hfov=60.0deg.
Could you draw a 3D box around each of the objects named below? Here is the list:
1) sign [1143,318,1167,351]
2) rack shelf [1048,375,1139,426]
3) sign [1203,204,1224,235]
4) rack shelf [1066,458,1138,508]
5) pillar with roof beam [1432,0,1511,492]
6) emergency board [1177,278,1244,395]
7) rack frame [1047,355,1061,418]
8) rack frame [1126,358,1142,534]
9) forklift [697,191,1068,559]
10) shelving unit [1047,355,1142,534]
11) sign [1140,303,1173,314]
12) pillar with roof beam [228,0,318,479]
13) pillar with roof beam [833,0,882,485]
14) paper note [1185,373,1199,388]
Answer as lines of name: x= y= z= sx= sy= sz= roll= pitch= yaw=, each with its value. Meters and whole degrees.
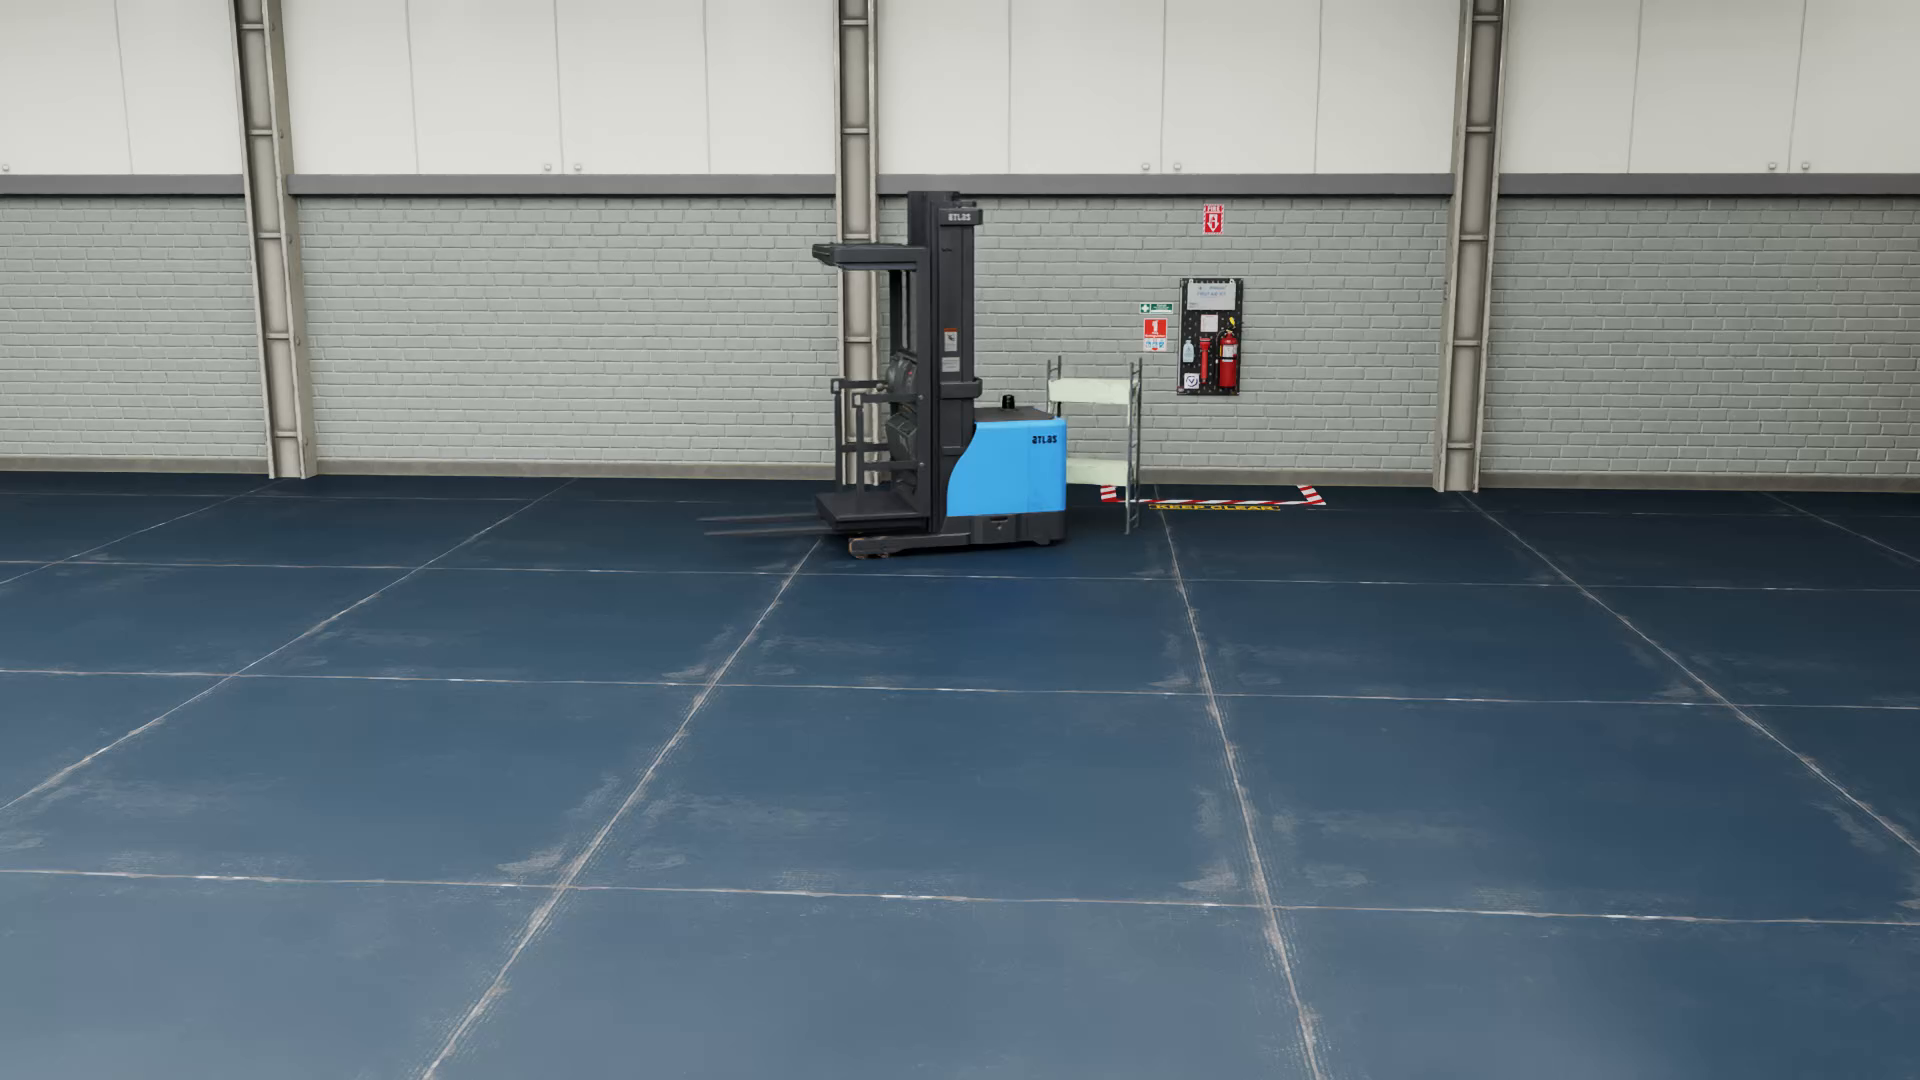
sign: x=1.963 y=-2.064 z=16.724 sx=0.234 sy=0.329 sz=0.001 roll=1 pitch=12 yaw=4
rack shelf: x=1.176 y=-1.227 z=14.565 sx=0.720 sy=0.370 sz=0.431 roll=4 pitch=12 yaw=18
sign: x=2.506 y=-3.173 z=16.451 sx=0.199 sy=0.298 sz=0.001 roll=1 pitch=12 yaw=4
rack shelf: x=1.176 y=-0.526 z=14.712 sx=0.720 sy=0.370 sz=0.431 roll=4 pitch=12 yaw=18
pillar with roof beam: x=4.683 y=-4.034 z=11.573 sx=0.400 sy=9.000 sz=9.100 roll=1 pitch=12 yaw=4
emergency board: x=2.508 y=-2.018 z=16.590 sx=0.643 sy=1.169 sz=0.194 roll=1 pitch=12 yaw=4
rack frame: x=0.829 y=-0.869 z=14.757 sx=0.023 sy=1.500 sz=0.400 roll=4 pitch=12 yaw=18
rack frame: x=1.524 y=-0.822 z=14.533 sx=0.023 sy=1.500 sz=0.400 roll=4 pitch=12 yaw=18
forklift: x=-0.669 y=-1.403 z=13.815 sx=3.031 sy=2.935 sz=1.130 roll=-3 pitch=12 yaw=-14
shelving unit: x=1.176 y=-0.845 z=14.645 sx=0.755 sy=1.500 sz=0.431 roll=4 pitch=12 yaw=18
sign: x=1.967 y=-2.322 z=16.660 sx=0.331 sy=0.109 sz=0.001 roll=1 pitch=12 yaw=4
pillar with roof beam: x=-7.290 y=-4.198 z=12.358 sx=0.400 sy=9.000 sz=9.100 roll=1 pitch=12 yaw=4
pillar with roof beam: x=-1.303 y=-4.116 z=11.965 sx=0.400 sy=9.000 sz=9.100 roll=1 pitch=12 yaw=4
paper note: x=2.336 y=-1.604 z=16.759 sx=0.142 sy=0.148 sz=0.016 roll=1 pitch=12 yaw=4
